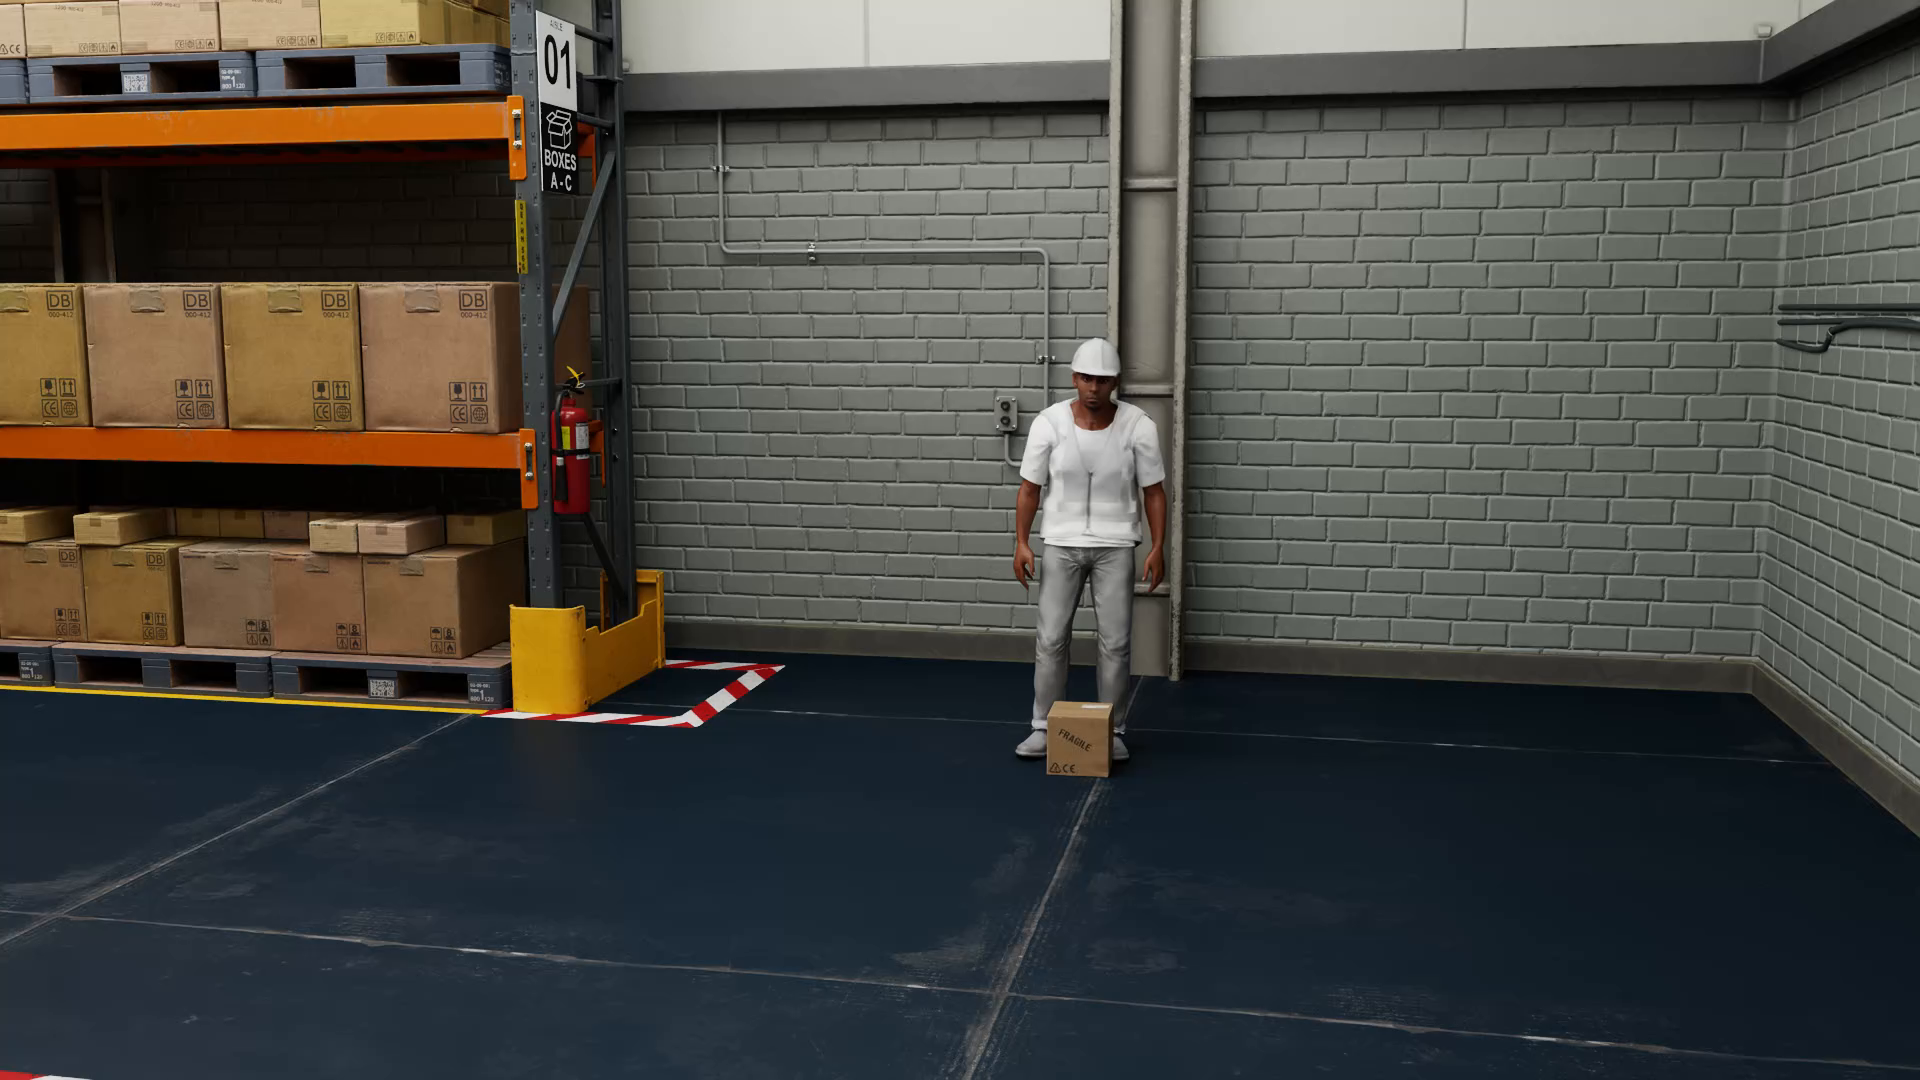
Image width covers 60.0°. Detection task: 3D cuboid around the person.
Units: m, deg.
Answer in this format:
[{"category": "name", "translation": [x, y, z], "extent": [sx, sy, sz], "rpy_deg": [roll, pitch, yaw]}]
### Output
[{"category": "person", "translation": [0.543, -0.307, 6.908], "extent": [0.636, 1.060, 0.454], "rpy_deg": [1, 8, 8]}]
